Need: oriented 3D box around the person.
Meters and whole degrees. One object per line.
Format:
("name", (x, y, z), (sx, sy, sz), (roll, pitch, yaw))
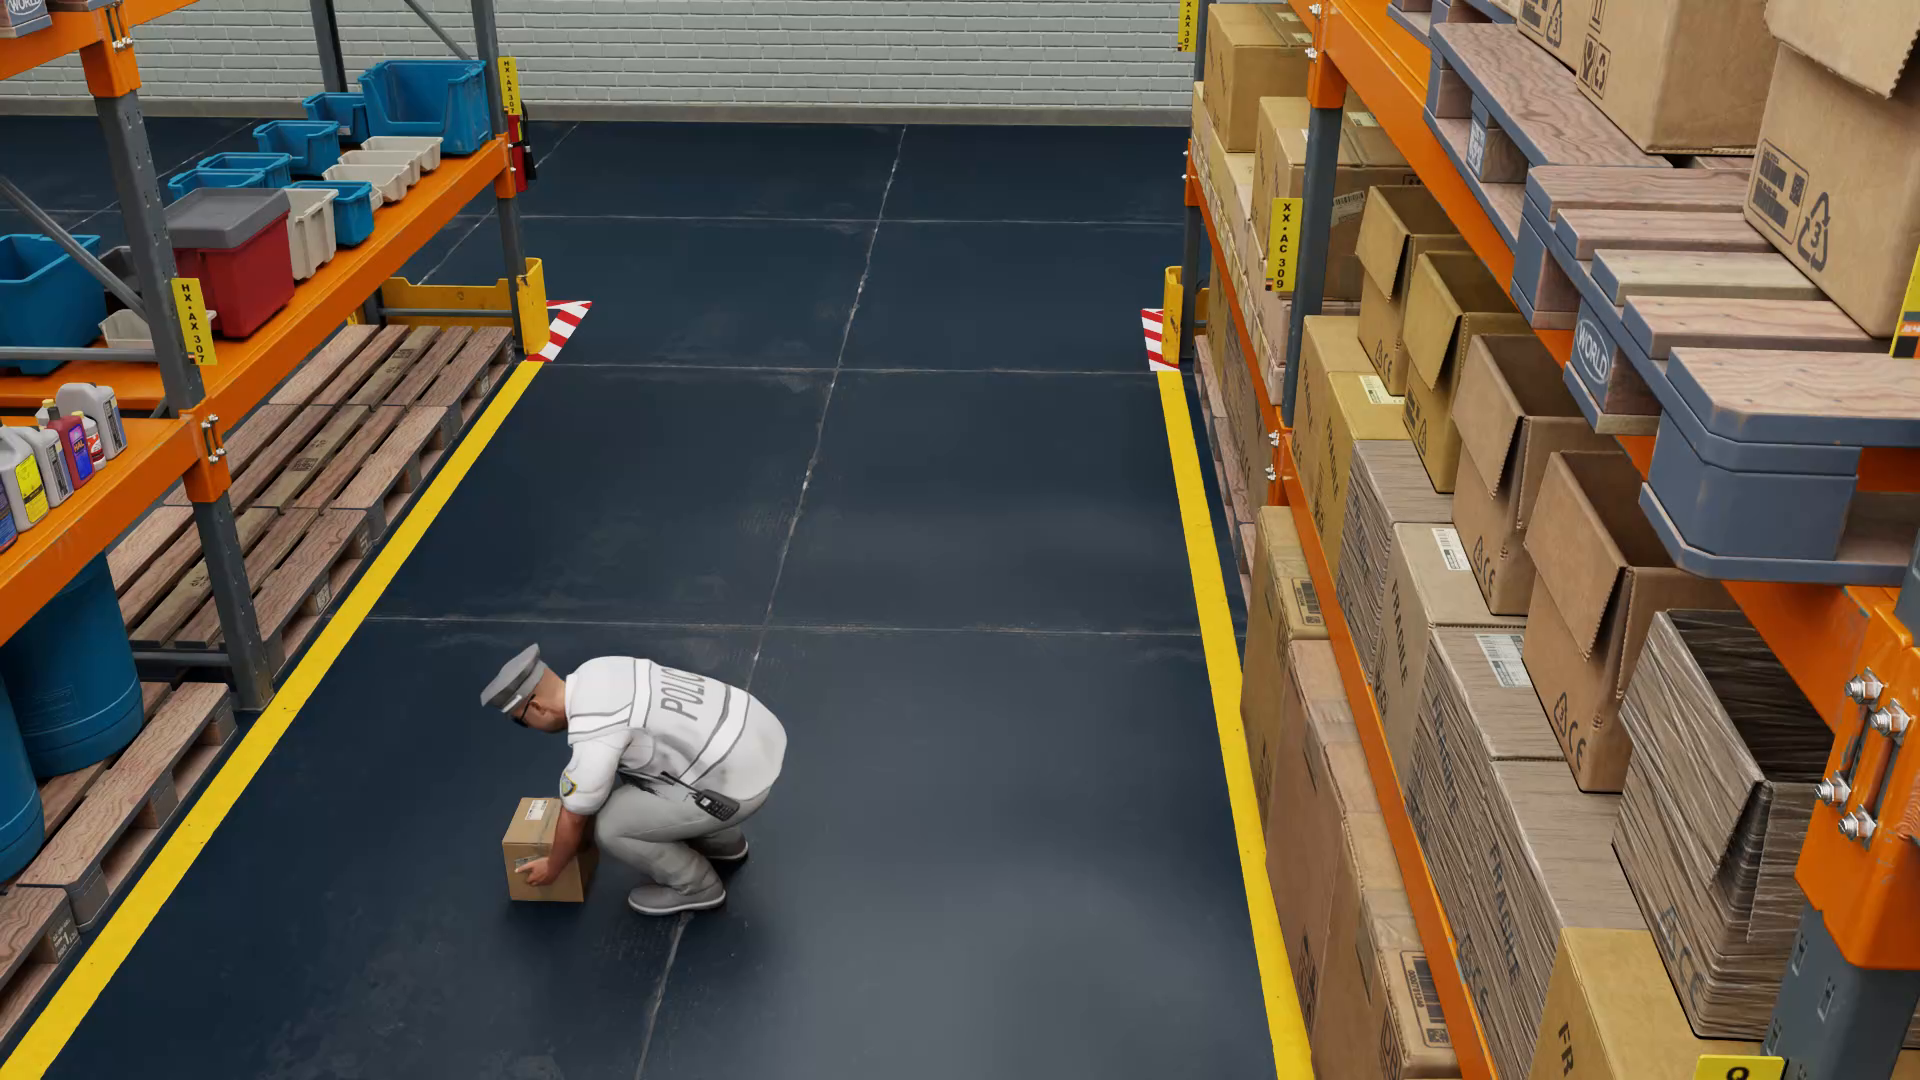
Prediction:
("person", (-1.059, 0.766, 5.519), (0.951, 0.958, 0.565), (1, 28, 2))
